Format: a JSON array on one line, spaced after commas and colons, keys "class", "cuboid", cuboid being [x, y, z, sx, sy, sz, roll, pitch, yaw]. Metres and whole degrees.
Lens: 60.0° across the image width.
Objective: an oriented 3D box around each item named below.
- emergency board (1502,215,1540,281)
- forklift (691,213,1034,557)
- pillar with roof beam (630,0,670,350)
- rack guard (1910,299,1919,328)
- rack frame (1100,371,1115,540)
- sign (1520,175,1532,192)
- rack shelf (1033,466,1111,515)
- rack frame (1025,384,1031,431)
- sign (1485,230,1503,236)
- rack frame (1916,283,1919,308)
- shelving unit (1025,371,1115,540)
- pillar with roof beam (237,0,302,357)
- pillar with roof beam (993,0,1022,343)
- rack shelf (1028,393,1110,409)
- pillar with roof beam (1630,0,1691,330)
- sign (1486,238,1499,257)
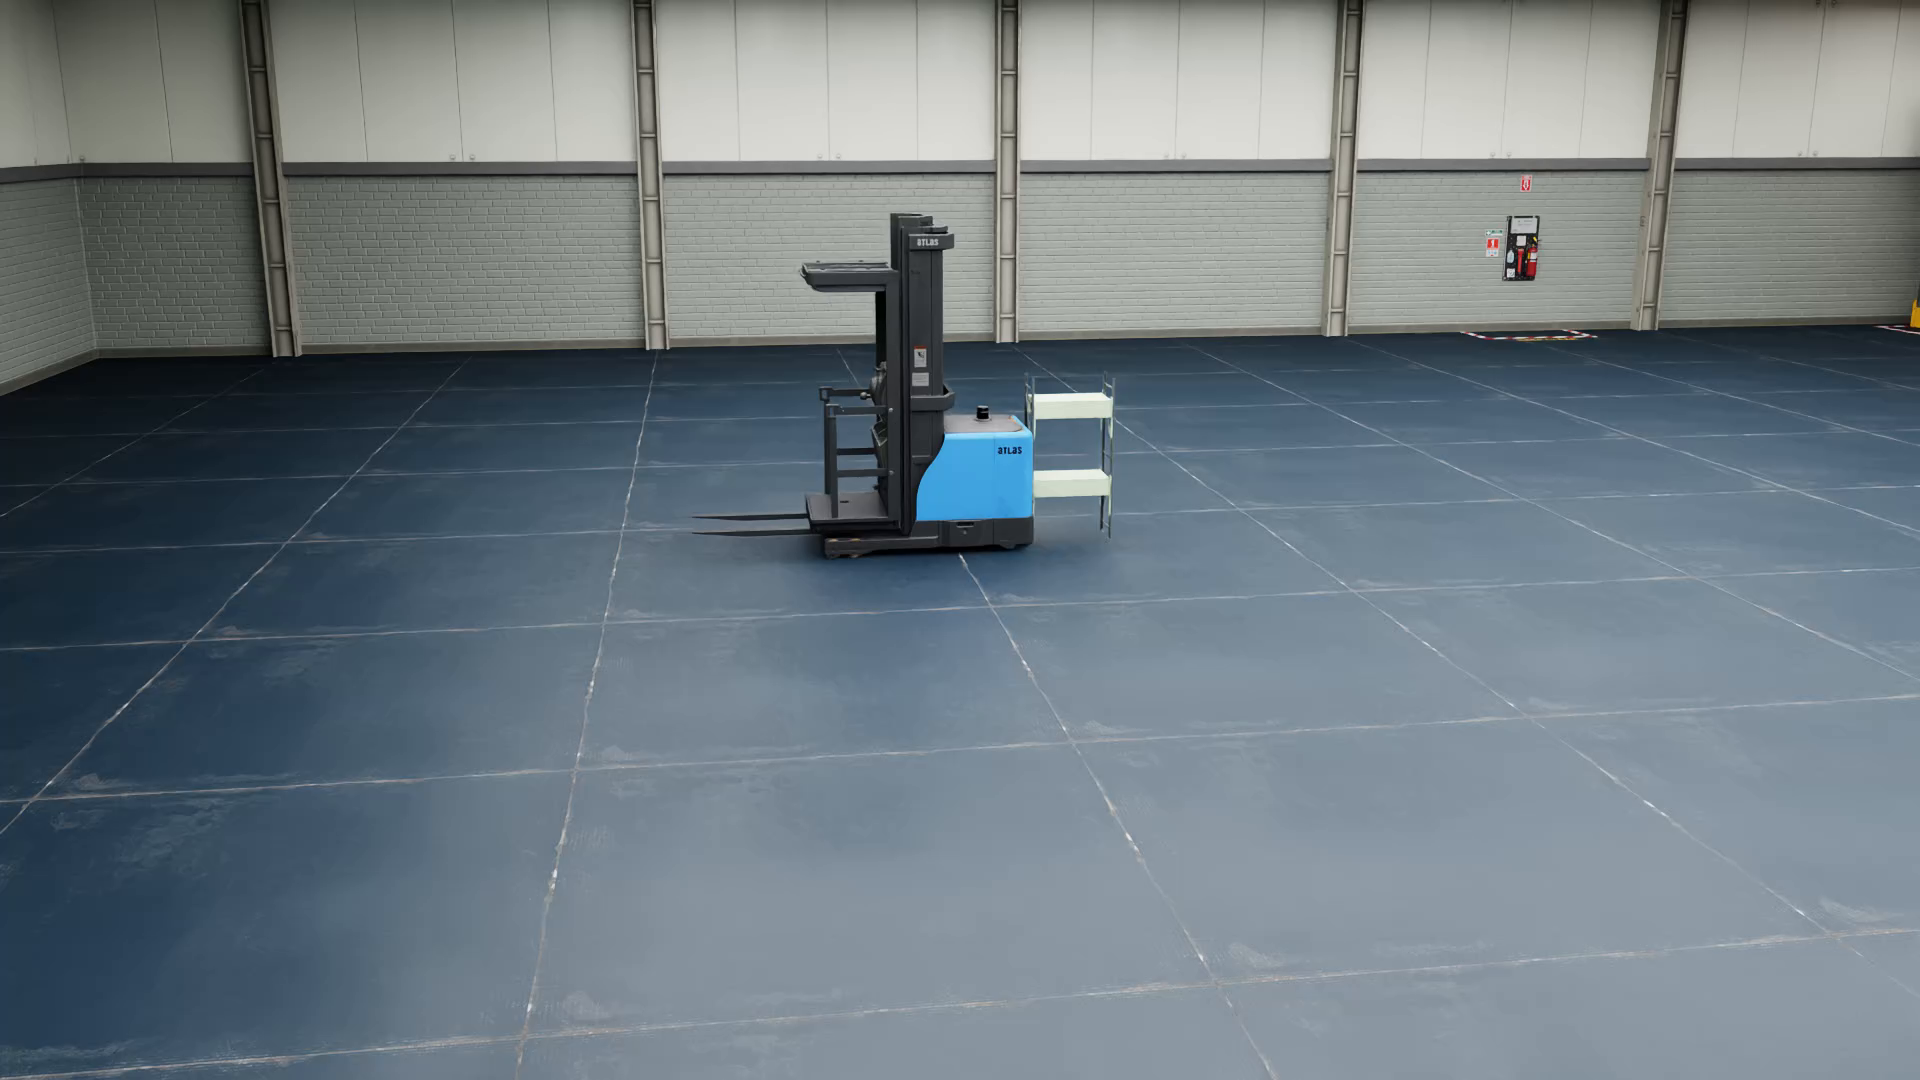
[{"class": "emergency board", "cuboid": [10.210, -5.285, 30.159, 0.626, 1.169, 0.157, -2, 14, -8]}, {"class": "forklift", "cuboid": [-0.901, -1.399, 14.802, 3.031, 2.935, 1.130, -2, 14, -7]}, {"class": "pillar with roof beam", "cuboid": [-4.487, -6.584, 23.003, 0.400, 9.000, 9.100, -2, 14, -8]}, {"class": "rack guard", "cuboid": [18.116, -4.136, 30.714, 0.348, 0.500, 1.175, -2, 14, -8]}, {"class": "rack frame", "cuboid": [1.351, -0.772, 15.245, 0.023, 1.500, 0.400, -2, 14, -7]}, {"class": "sign", "cuboid": [10.199, -6.429, 29.955, 0.199, 0.298, 0.001, -2, 14, -8]}, {"class": "rack shelf", "cuboid": [0.989, -0.444, 15.276, 0.720, 0.370, 0.431, -2, 14, -7]}, {"class": "rack frame", "cuboid": [0.626, -0.748, 15.148, 0.010, 1.308, 0.380, -2, 14, -7]}, {"class": "sign", "cuboid": [9.665, -5.558, 30.085, 0.331, 0.109, 0.001, -2, 14, -8]}, {"class": "rack frame", "cuboid": [18.040, -5.346, 30.399, 0.127, 3.000, 1.000, -2, 14, -8]}, {"class": "shelving unit", "cuboid": [0.992, -0.760, 15.197, 0.748, 1.500, 0.431, -2, 14, -7]}, {"class": "pillar with roof beam", "cuboid": [-10.420, -6.366, 22.136, 0.400, 9.000, 9.100, -2, 14, -8]}, {"class": "pillar with roof beam", "cuboid": [1.446, -6.801, 23.870, 0.400, 9.000, 9.100, -2, 14, -8]}, {"class": "rack shelf", "cuboid": [0.989, -1.233, 15.078, 0.686, 0.124, 0.368, -2, 14, -7]}, {"class": "pillar with roof beam", "cuboid": [13.312, -7.236, 25.604, 0.400, 9.000, 9.100, -2, 14, -8]}, {"class": "sign", "cuboid": [9.659, -5.303, 30.157, 0.234, 0.329, 0.001, -2, 14, -8]}]
